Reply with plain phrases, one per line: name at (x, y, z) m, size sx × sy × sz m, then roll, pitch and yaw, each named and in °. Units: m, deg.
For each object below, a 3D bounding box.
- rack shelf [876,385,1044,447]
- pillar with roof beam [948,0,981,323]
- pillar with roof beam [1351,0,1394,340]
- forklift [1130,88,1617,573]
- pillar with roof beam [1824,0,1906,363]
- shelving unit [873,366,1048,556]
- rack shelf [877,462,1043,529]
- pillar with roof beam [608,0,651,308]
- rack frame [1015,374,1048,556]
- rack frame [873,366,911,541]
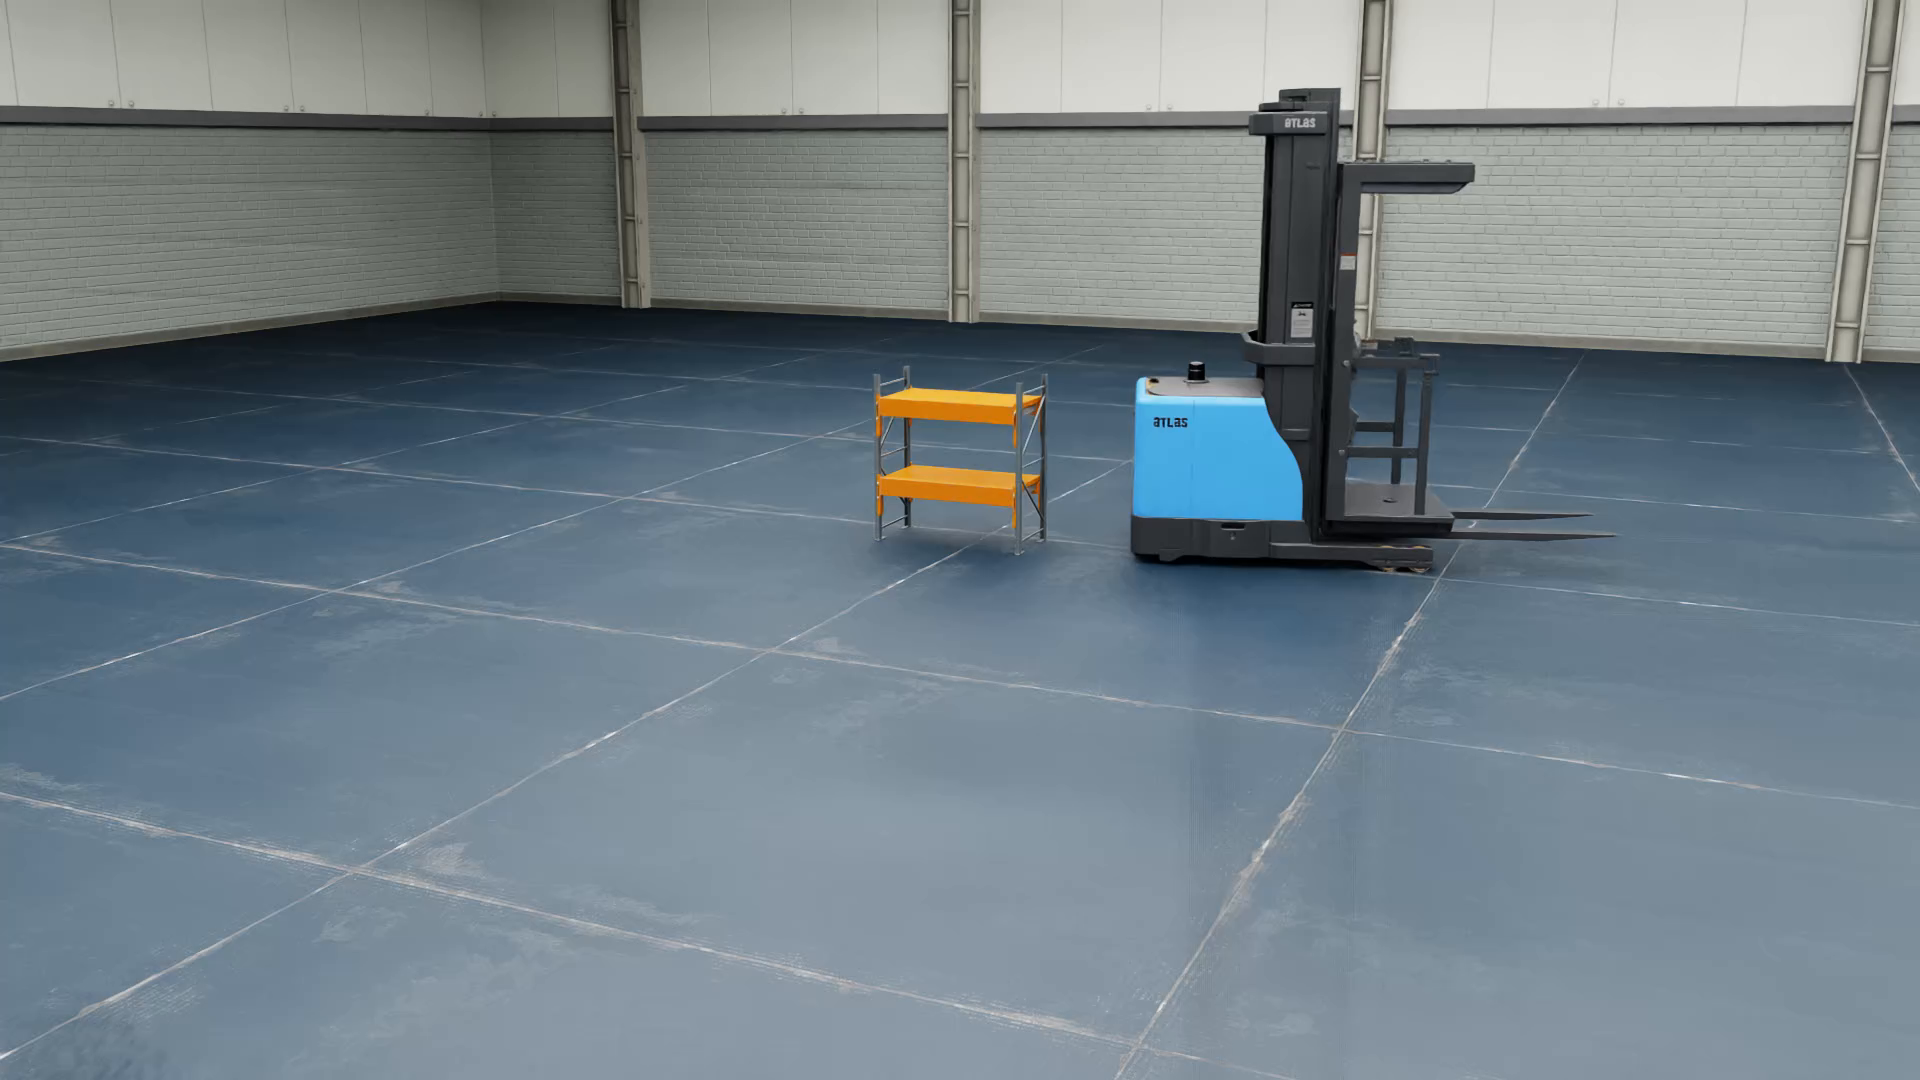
rack shelf at (0.006, -0.832, 11.057) m, size 1.000 × 0.278 × 0.538 m, roll 6°, pitch 14°, yaw 23°
pillar with roof beam at (-1.680, -6.831, 20.669) m, size 0.400 × 9.000 × 9.100 m, roll 6°, pitch 14°, yaw 23°
pillar with roof beam at (3.806, -6.276, 18.303) m, size 0.400 × 9.000 × 9.100 m, roll 6°, pitch 14°, yaw 23°
forklift at (2.643, -1.351, 10.596) m, size 3.031 × 2.935 × 1.130 m, roll 1°, pitch 13°, yaw 6°
pillar with roof beam at (9.292, -5.721, 15.937) m, size 0.400 × 9.000 × 9.100 m, roll 6°, pitch 14°, yaw 23°
shelving unit at (0.006, -0.547, 11.124) m, size 1.048 × 1.125 × 0.538 m, roll 6°, pitch 14°, yaw 23°
rack shelf at (0.006, -0.309, 11.180) m, size 1.000 × 0.278 × 0.538 m, roll 6°, pitch 14°, yaw 23°
pillar with roof beam at (-7.165, -7.386, 23.035) m, size 0.400 × 9.000 × 9.100 m, roll 6°, pitch 14°, yaw 23°
rack frame at (0.471, -0.500, 10.923) m, size 0.032 × 1.125 × 0.500 m, roll 6°, pitch 14°, yaw 23°
rack frame at (-0.459, -0.594, 11.324) m, size 0.032 × 1.125 × 0.500 m, roll 6°, pitch 14°, yaw 23°
